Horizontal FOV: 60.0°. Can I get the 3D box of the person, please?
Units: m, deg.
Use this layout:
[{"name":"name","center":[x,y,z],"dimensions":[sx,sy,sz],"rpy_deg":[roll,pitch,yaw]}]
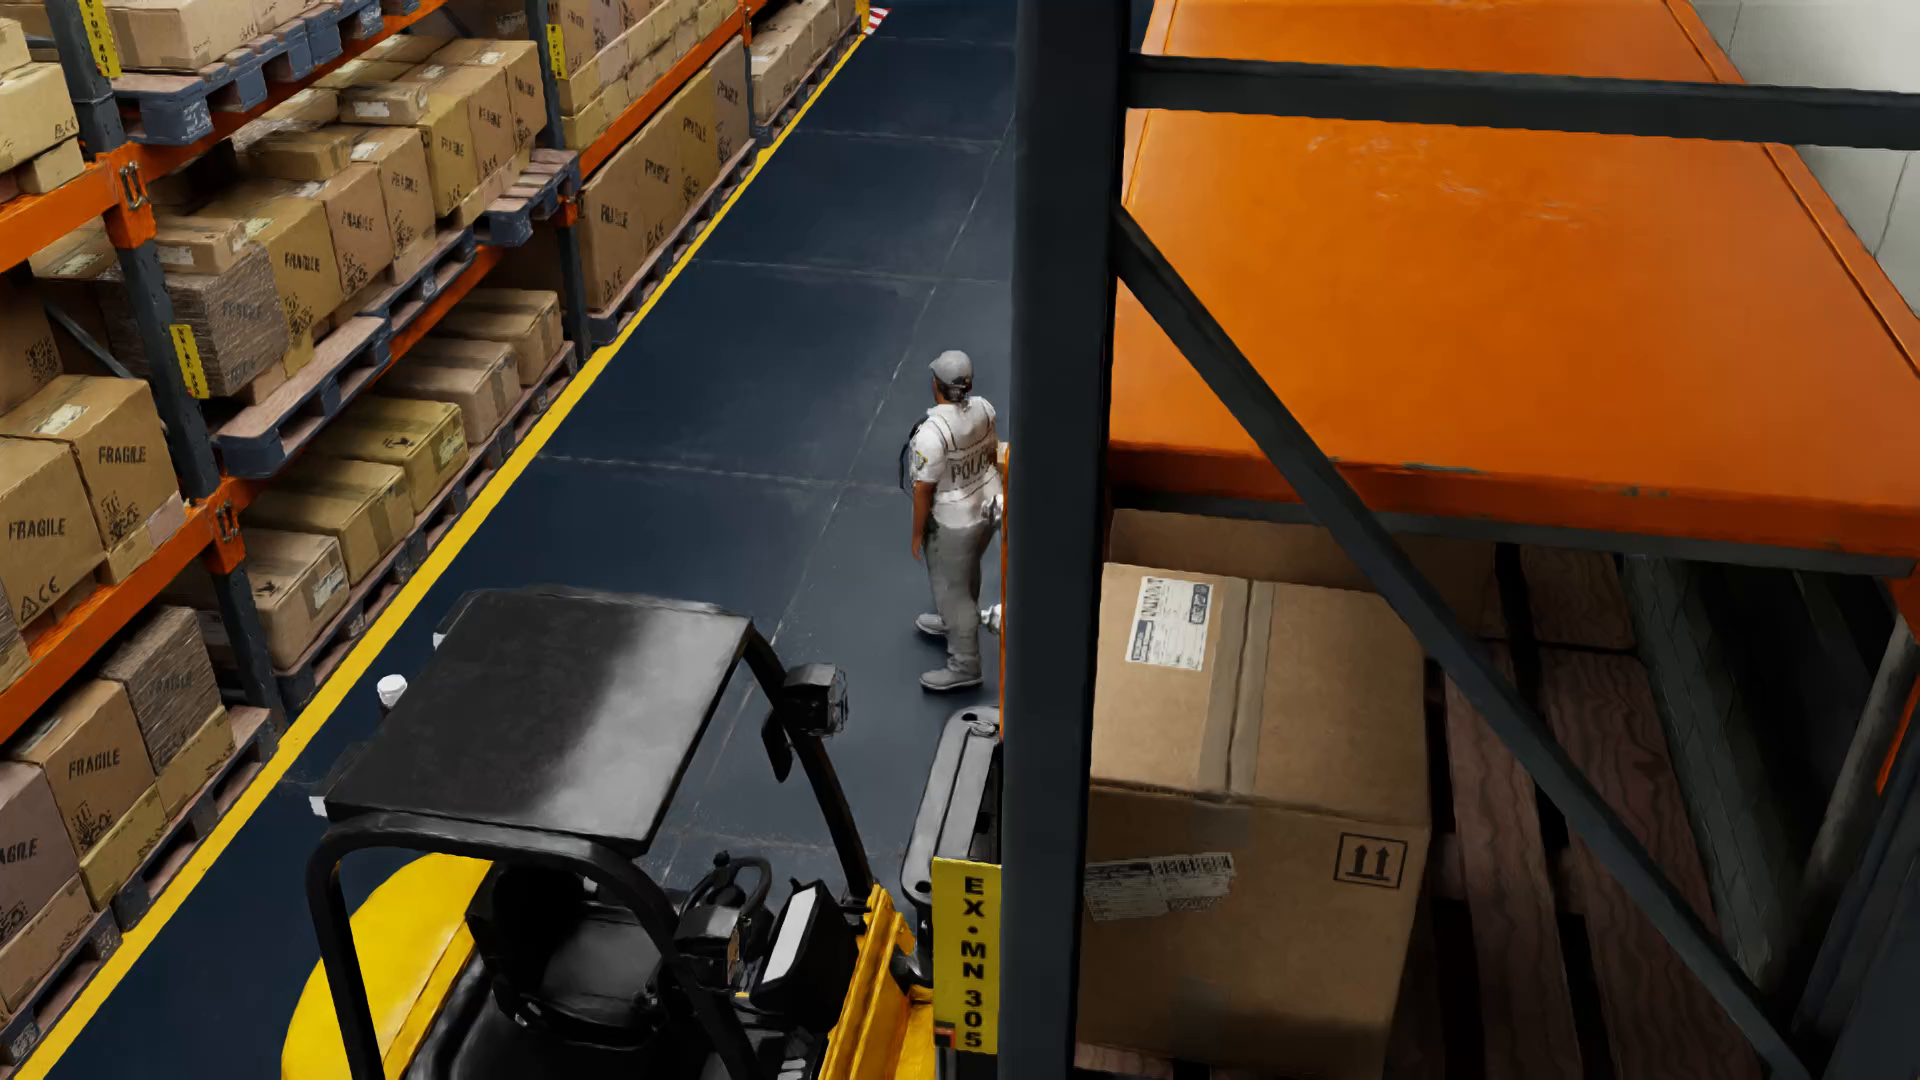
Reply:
[{"name":"person","center":[-0.052,-0.132,7.805],"dimensions":[0.547,1.661,0.583],"rpy_deg":[21,38,30]}]
